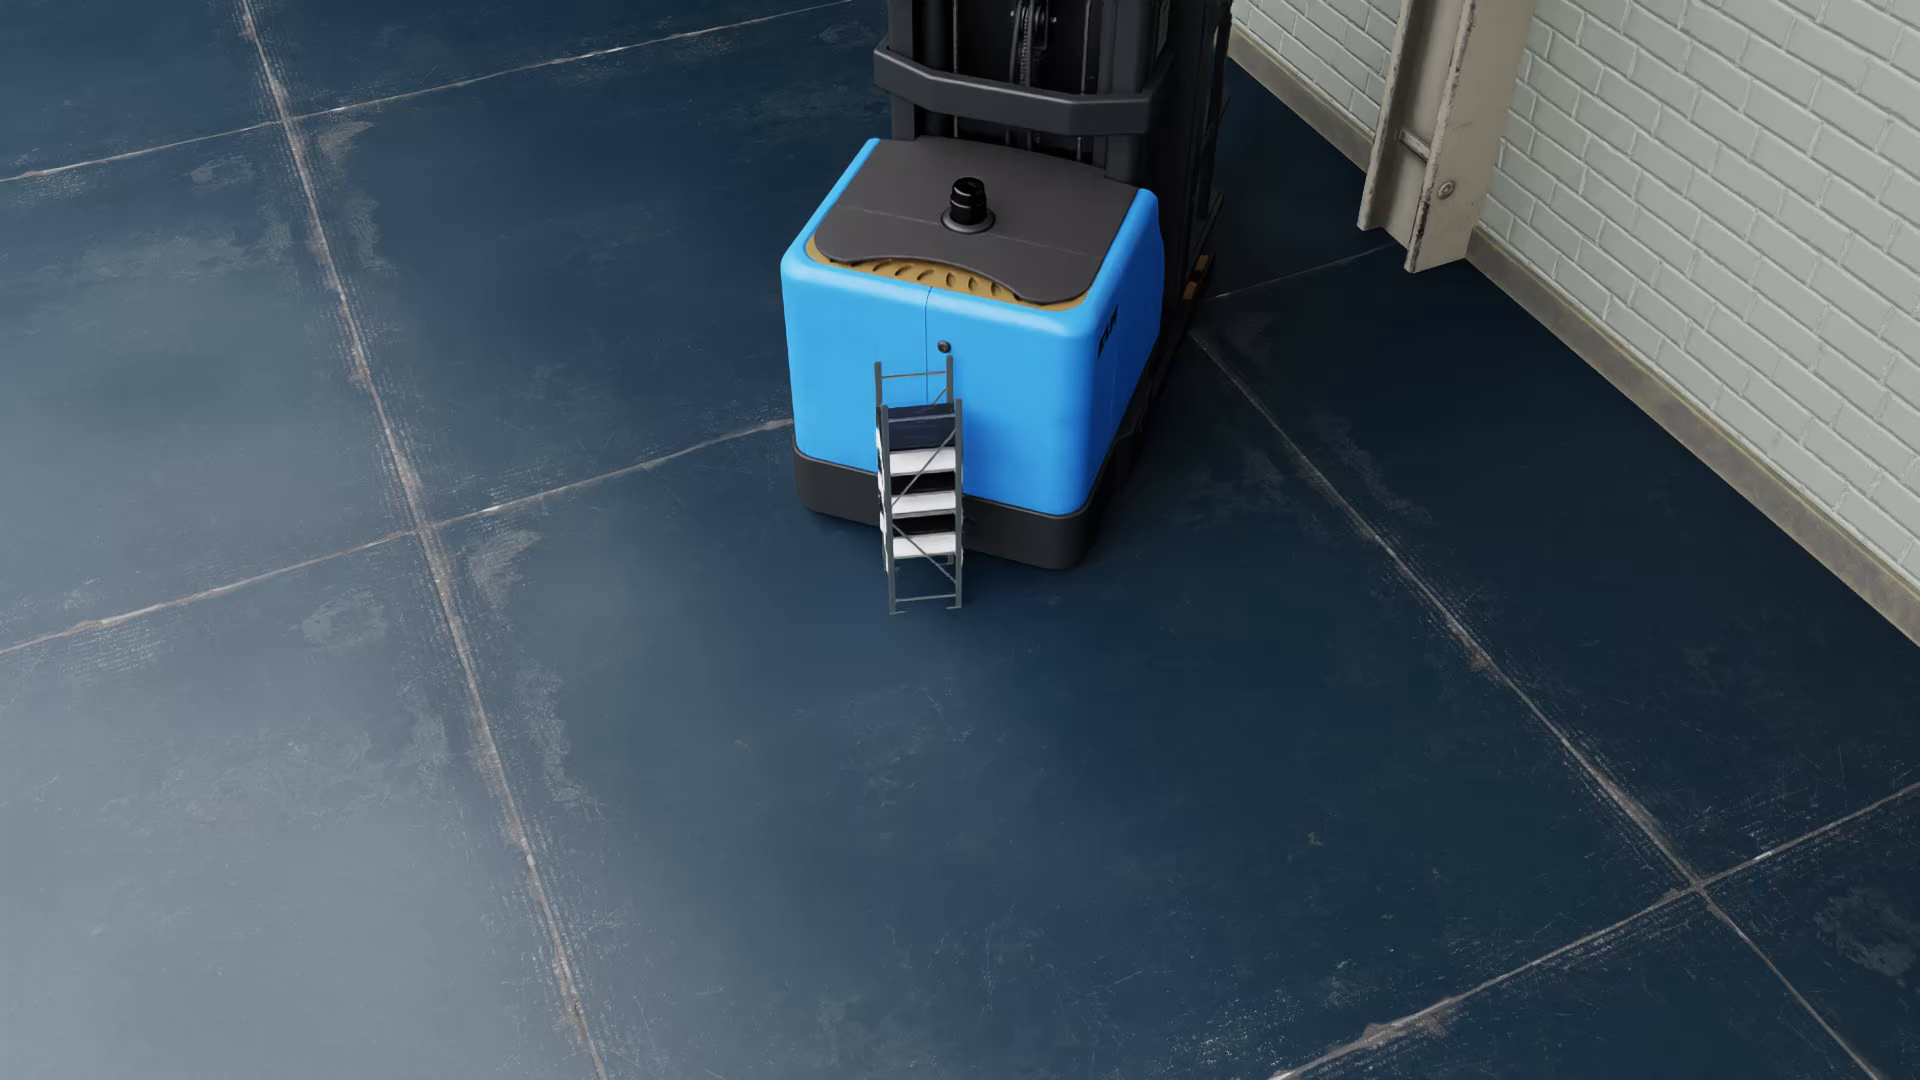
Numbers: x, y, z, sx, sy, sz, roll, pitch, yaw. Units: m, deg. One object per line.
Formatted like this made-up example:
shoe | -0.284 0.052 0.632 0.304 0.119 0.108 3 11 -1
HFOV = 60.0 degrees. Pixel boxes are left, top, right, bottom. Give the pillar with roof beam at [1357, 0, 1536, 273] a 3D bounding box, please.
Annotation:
pillar with roof beam | -1.988 -3.203 2.589 9.100 9.000 0.400 -18 47 -17

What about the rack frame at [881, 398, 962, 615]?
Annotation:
rack frame | -0.113 -0.086 5.196 0.240 0.900 0.006 -5 45 -5

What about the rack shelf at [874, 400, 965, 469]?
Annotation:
rack shelf | -0.126 -0.325 5.102 0.258 0.077 0.200 -5 45 -5

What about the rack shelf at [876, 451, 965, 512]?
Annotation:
rack shelf | -0.126 -0.197 5.228 0.258 0.077 0.200 -5 45 -5

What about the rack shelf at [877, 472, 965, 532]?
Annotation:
rack shelf | -0.126 -0.133 5.291 0.258 0.077 0.200 -5 45 -5

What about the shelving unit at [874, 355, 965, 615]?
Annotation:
shelving unit | -0.126 -0.156 5.268 0.258 0.900 0.210 -5 45 -5

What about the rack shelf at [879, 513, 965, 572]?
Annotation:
rack shelf | -0.126 -0.005 5.418 0.258 0.077 0.200 -5 45 -5

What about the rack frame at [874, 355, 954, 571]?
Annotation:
rack frame | -0.140 -0.227 5.340 0.240 0.900 0.006 -5 45 -5

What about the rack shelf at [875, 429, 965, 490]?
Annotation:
rack shelf | -0.126 -0.261 5.165 0.258 0.077 0.200 -5 45 -5

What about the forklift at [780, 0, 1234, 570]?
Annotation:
forklift | 0.396 -1.997 5.688 1.130 2.935 3.031 14 46 14

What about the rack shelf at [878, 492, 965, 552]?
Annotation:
rack shelf | -0.126 -0.069 5.354 0.258 0.077 0.200 -5 45 -5
